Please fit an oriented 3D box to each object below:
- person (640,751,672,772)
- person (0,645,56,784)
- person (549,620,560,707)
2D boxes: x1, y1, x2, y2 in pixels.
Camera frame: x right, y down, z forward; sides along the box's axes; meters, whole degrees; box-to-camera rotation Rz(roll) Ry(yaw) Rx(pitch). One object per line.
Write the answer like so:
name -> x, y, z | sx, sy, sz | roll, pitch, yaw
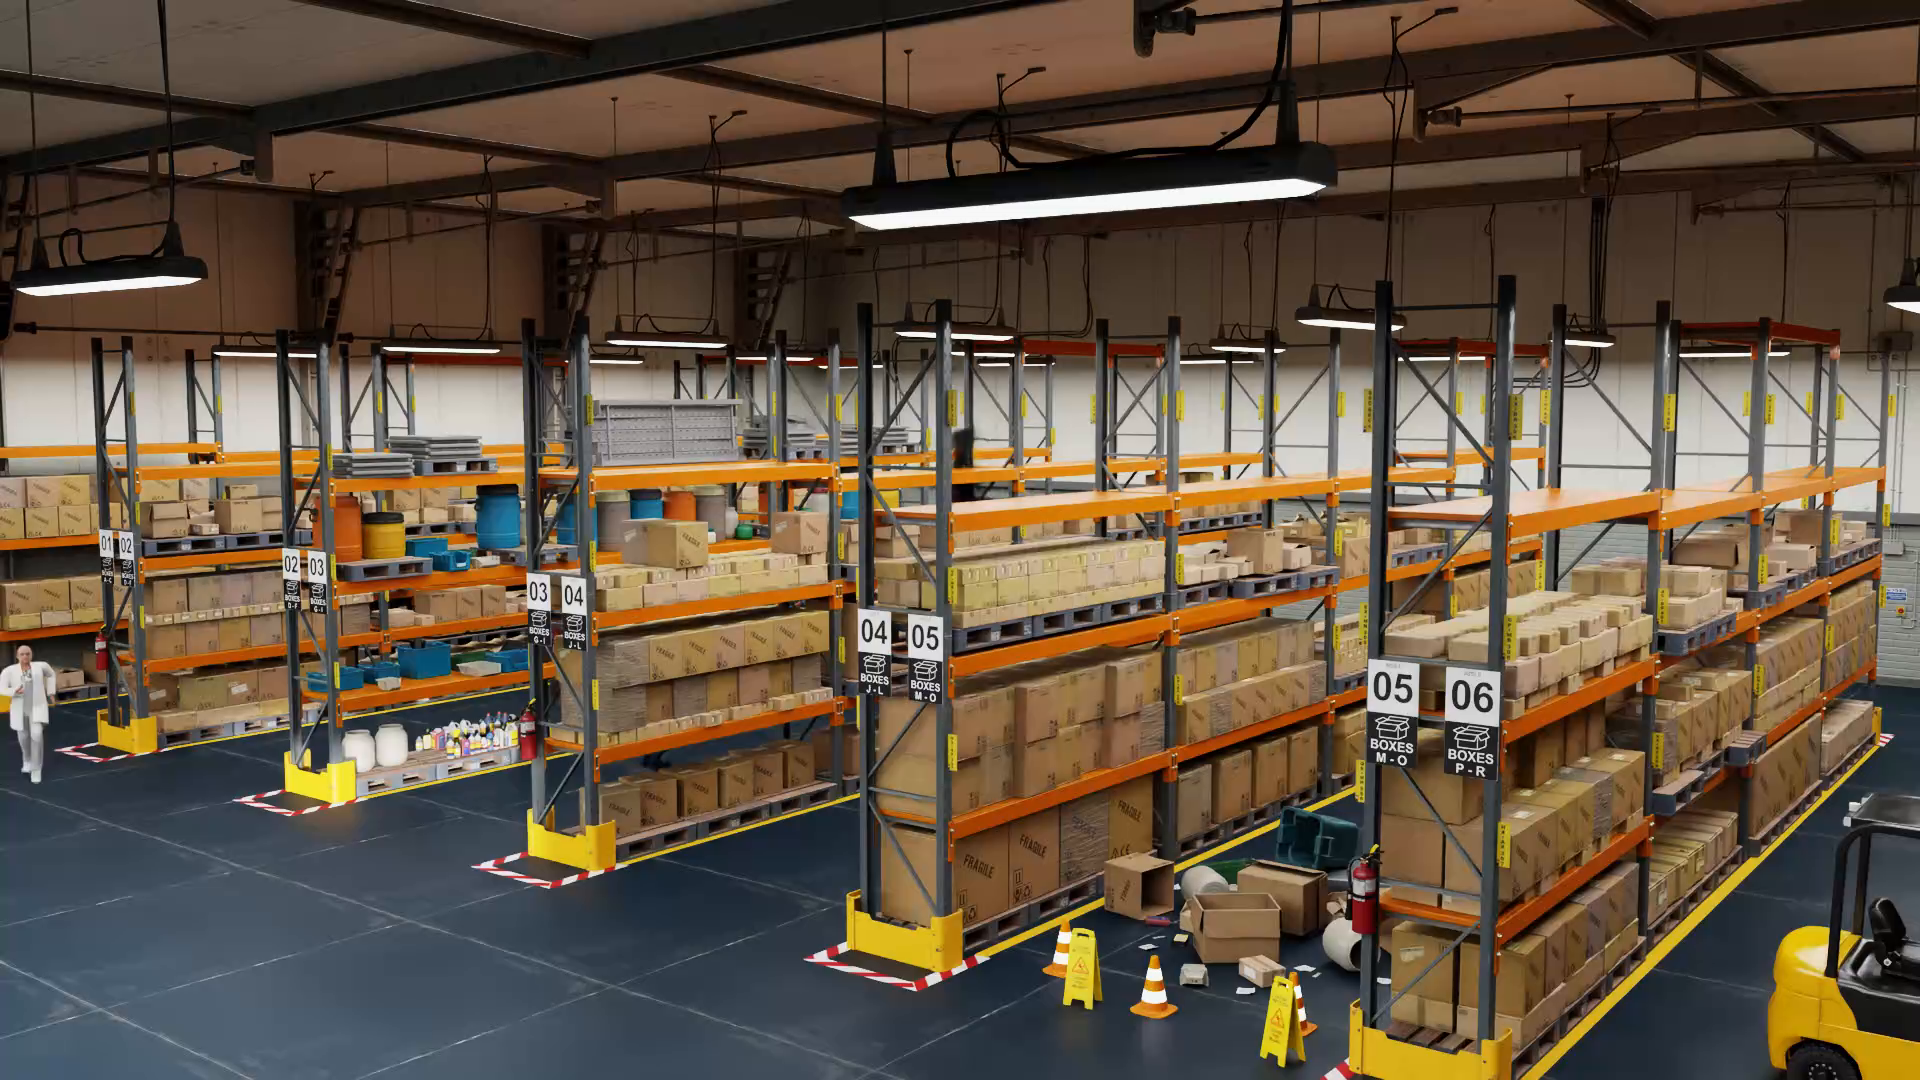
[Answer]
person -> -3.922, 2.532, 21.559 | 0.548, 1.534, 0.512 | 3, 6, 30
person -> -12.559, 2.326, 22.405 | 0.656, 1.844, 0.948 | -2, 5, -24
person -> -6.634, 1.977, 27.974 | 0.624, 1.620, 0.953 | 2, 5, 25
